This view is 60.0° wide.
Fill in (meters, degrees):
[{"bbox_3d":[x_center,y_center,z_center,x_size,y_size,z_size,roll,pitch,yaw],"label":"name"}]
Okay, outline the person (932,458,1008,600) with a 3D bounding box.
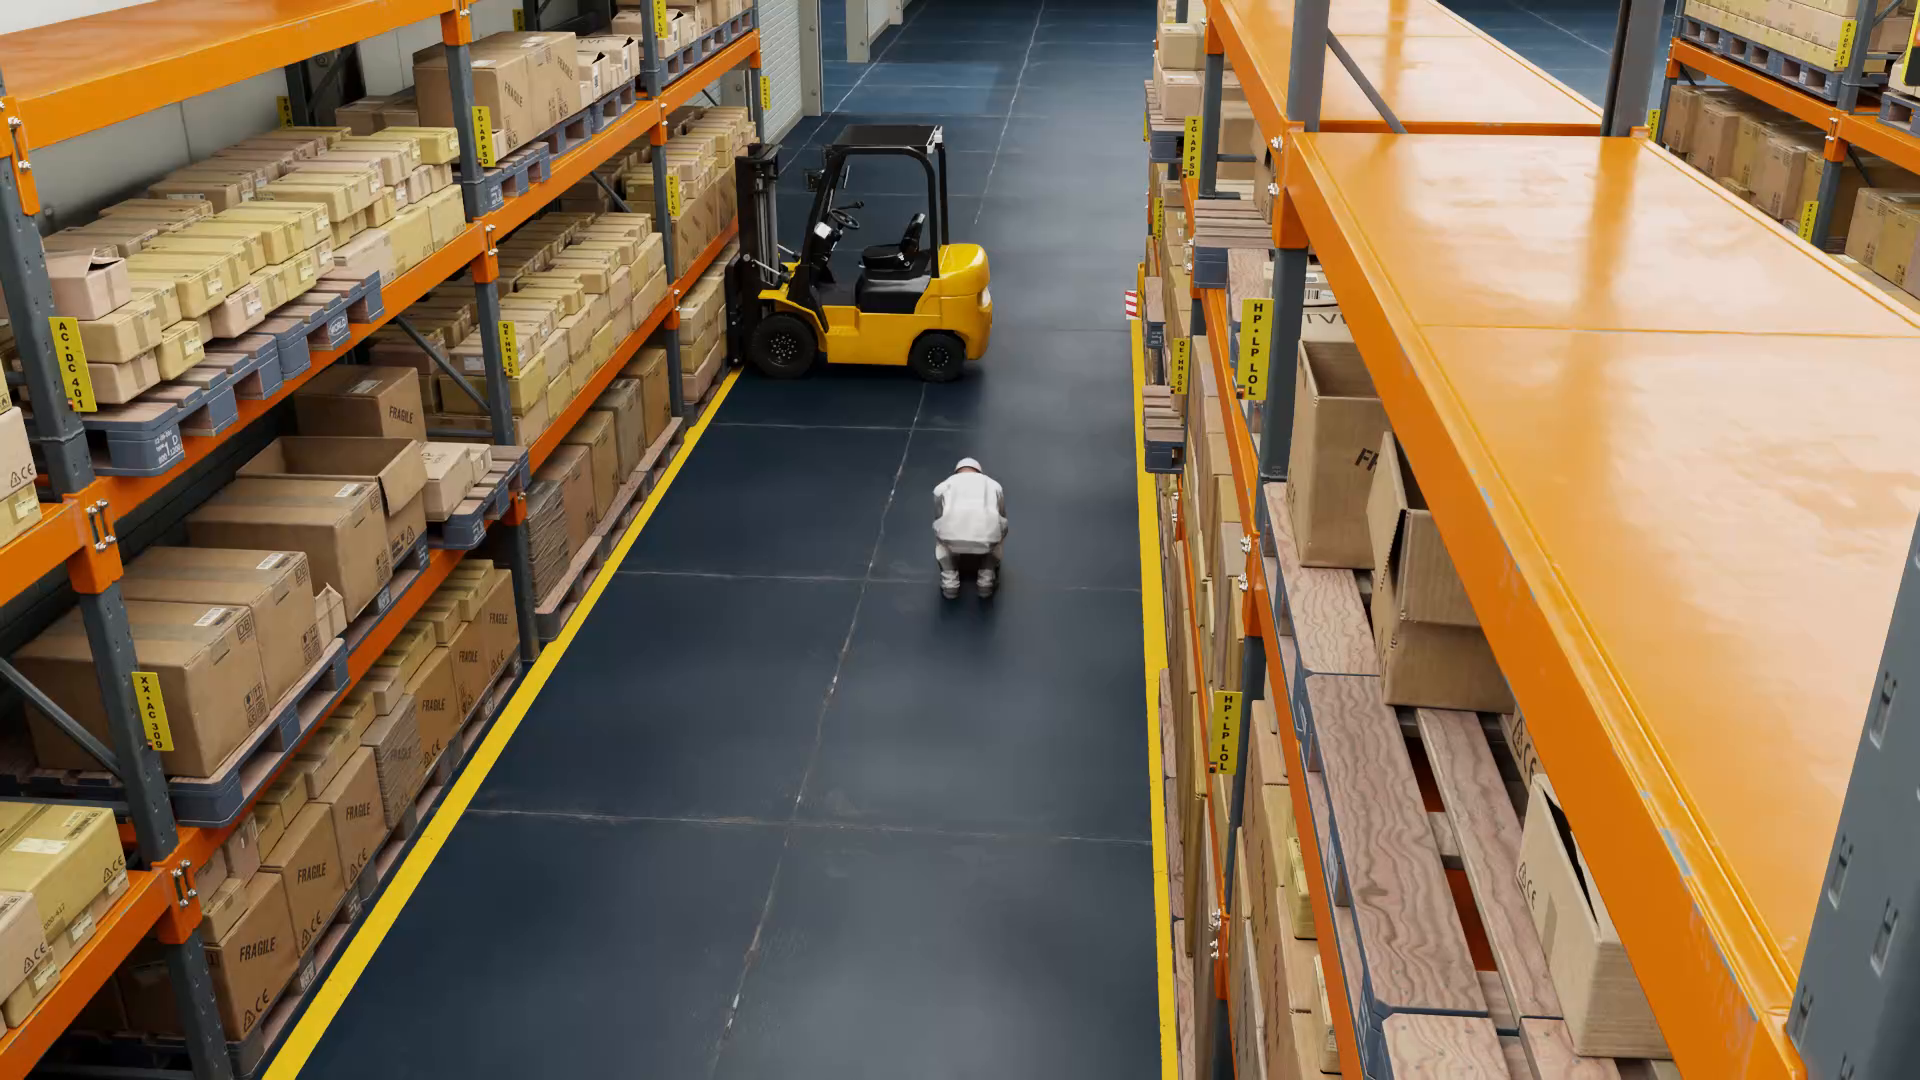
[{"bbox_3d":[0.071,-0.051,11.365,0.518,0.797,0.954,1,24,3],"label":"person"}]
